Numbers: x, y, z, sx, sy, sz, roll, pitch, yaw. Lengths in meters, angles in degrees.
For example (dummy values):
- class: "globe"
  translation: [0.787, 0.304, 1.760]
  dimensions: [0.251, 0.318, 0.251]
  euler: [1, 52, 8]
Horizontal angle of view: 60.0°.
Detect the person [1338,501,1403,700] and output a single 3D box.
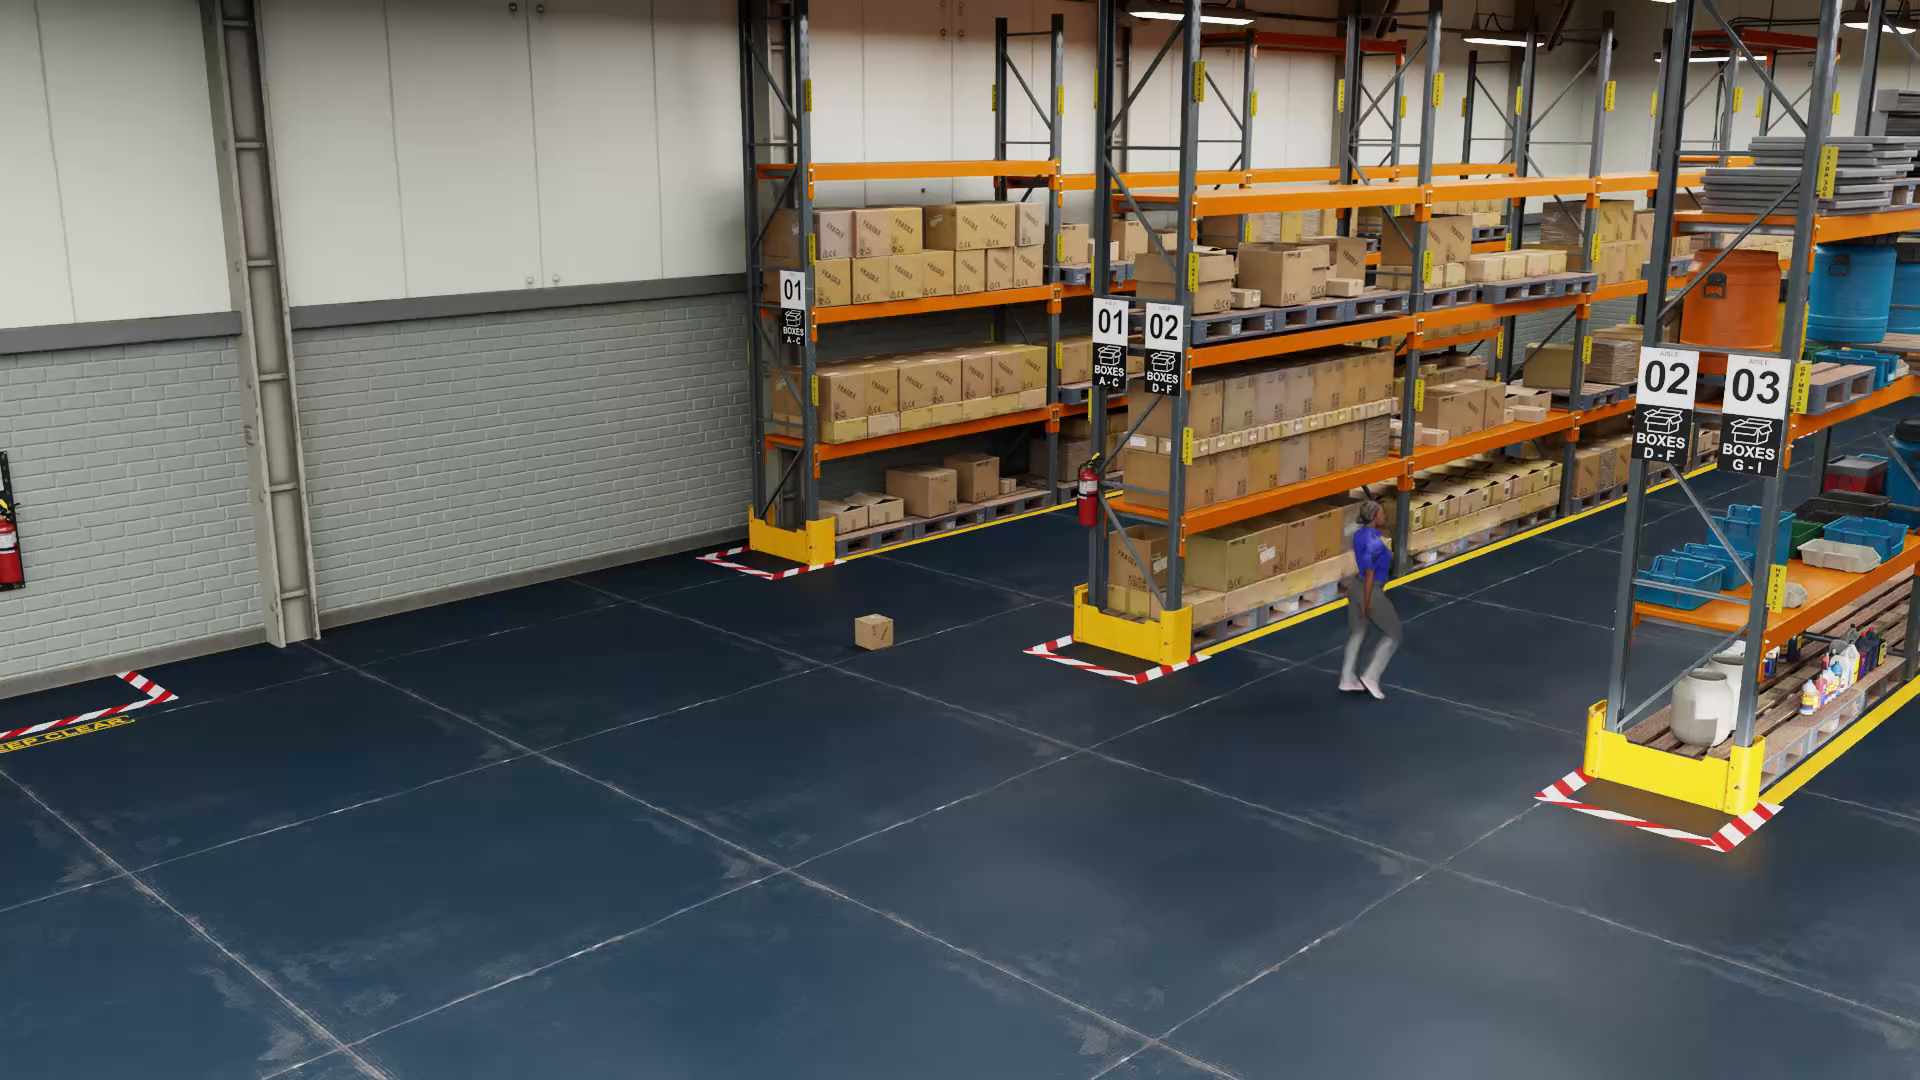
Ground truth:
- class: "person"
  translation: [3.452, 0.502, 13.975]
  dimensions: [0.476, 1.696, 0.432]
  euler: [-2, 14, -10]
